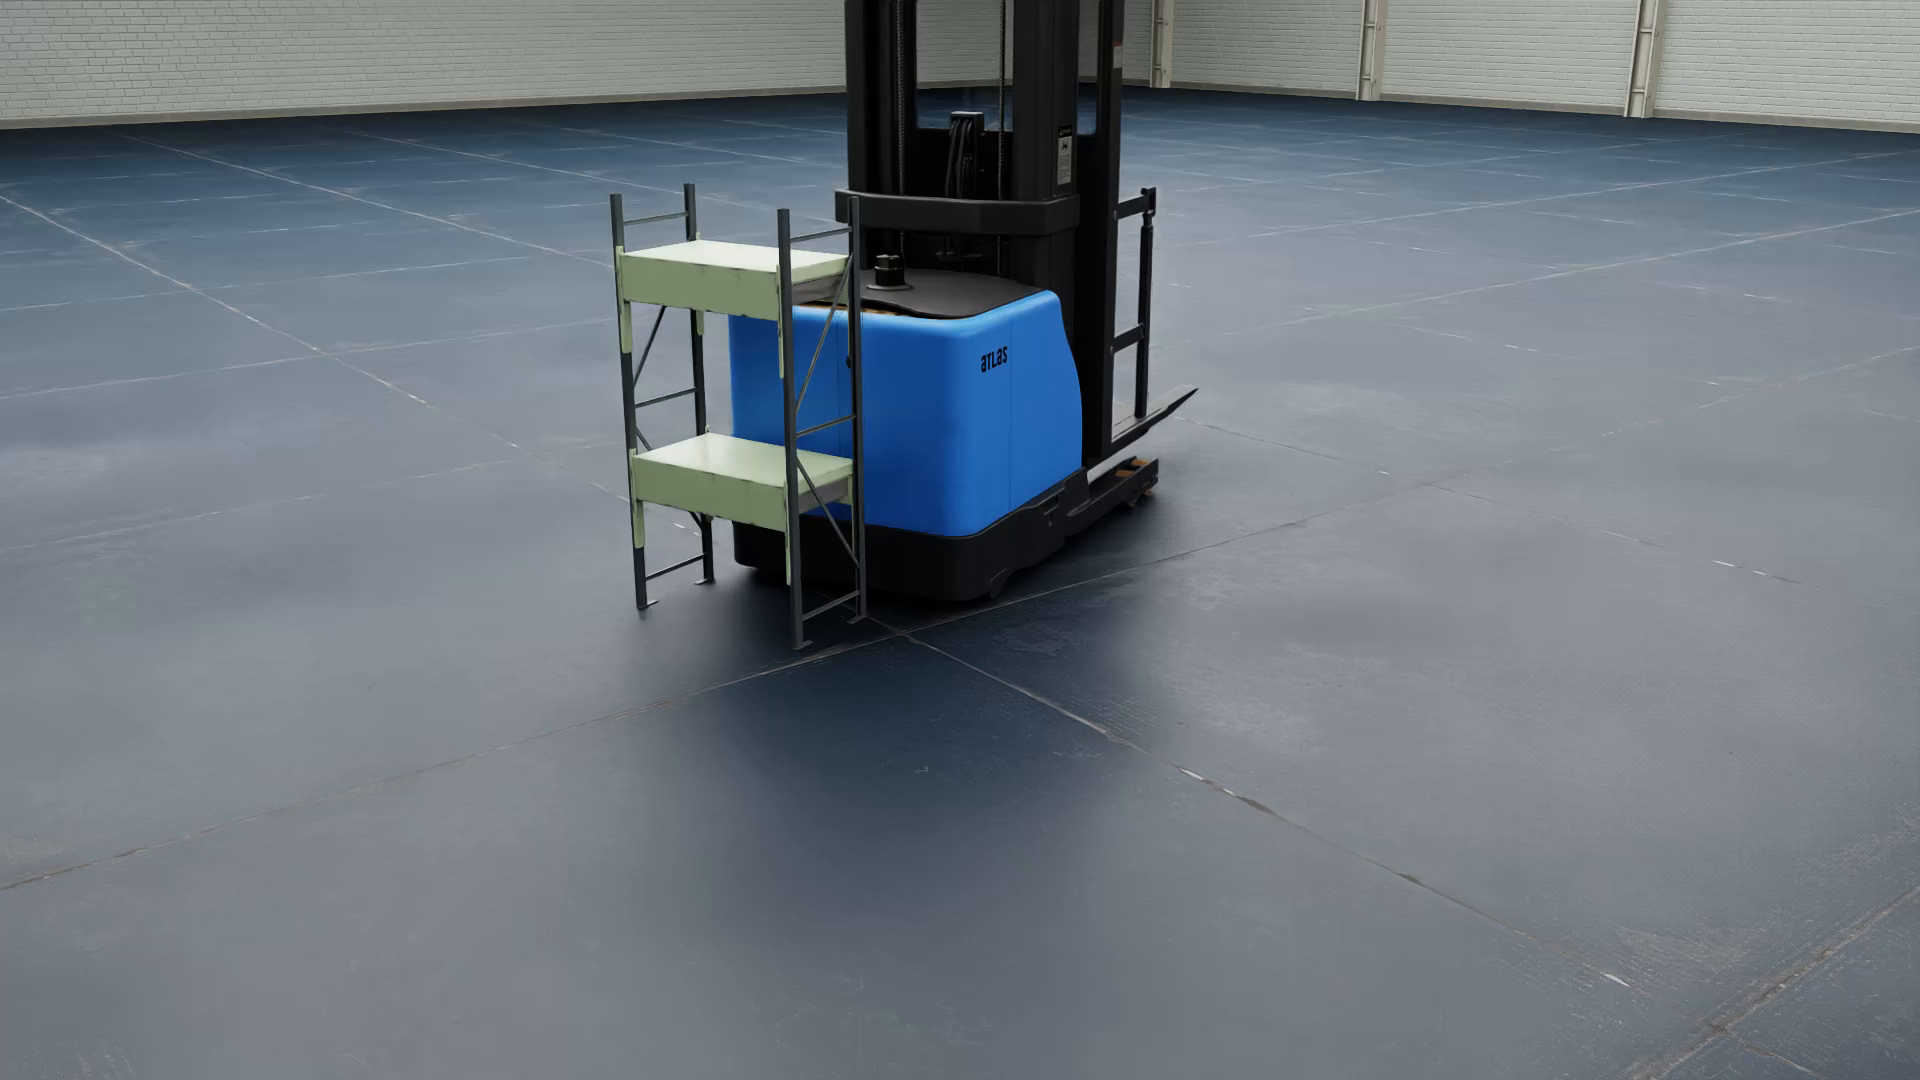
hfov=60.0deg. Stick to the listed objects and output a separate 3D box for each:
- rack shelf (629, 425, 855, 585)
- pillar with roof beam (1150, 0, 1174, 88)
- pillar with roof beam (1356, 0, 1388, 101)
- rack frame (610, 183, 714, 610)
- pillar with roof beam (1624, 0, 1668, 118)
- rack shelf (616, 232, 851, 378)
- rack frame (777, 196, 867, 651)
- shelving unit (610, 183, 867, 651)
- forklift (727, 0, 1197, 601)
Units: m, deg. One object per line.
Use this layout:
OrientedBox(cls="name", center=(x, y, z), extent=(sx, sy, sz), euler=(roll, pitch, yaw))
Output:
OrientedBox(cls="rack shelf", center=(-0.763, -0.138, 5.930), extent=(0.720, 0.370, 0.431), euler=(12, 22, 32))
OrientedBox(cls="pillar with roof beam", center=(1.266, -13.930, 34.616), extent=(9.100, 9.000, 0.400), euler=(-14, 23, -36))
OrientedBox(cls="pillar with roof beam", center=(4.991, -12.452, 30.151), extent=(9.100, 9.000, 0.400), euler=(-14, 23, -36))
OrientedBox(cls="rack frame", center=(-1.067, -0.511, 6.020), extent=(0.023, 1.500, 0.400), euler=(12, 22, 32))
OrientedBox(cls="pillar with roof beam", center=(8.716, -10.973, 25.686), extent=(9.100, 9.000, 0.400), euler=(-14, 23, -36))
OrientedBox(cls="rack shelf", center=(-0.763, -0.818, 5.704), extent=(0.720, 0.370, 0.431), euler=(12, 22, 32))
OrientedBox(cls="rack frame", center=(-0.458, -0.383, 5.635), extent=(0.023, 1.500, 0.400), euler=(12, 22, 32))
OrientedBox(cls="shelving unit", center=(-0.763, -0.447, 5.827), extent=(0.755, 1.500, 0.431), euler=(12, 22, 32))
OrientedBox(cls="forklift", center=(0.240, -1.590, 7.002), extent=(1.130, 2.935, 3.031), euler=(9, 20, 25))
